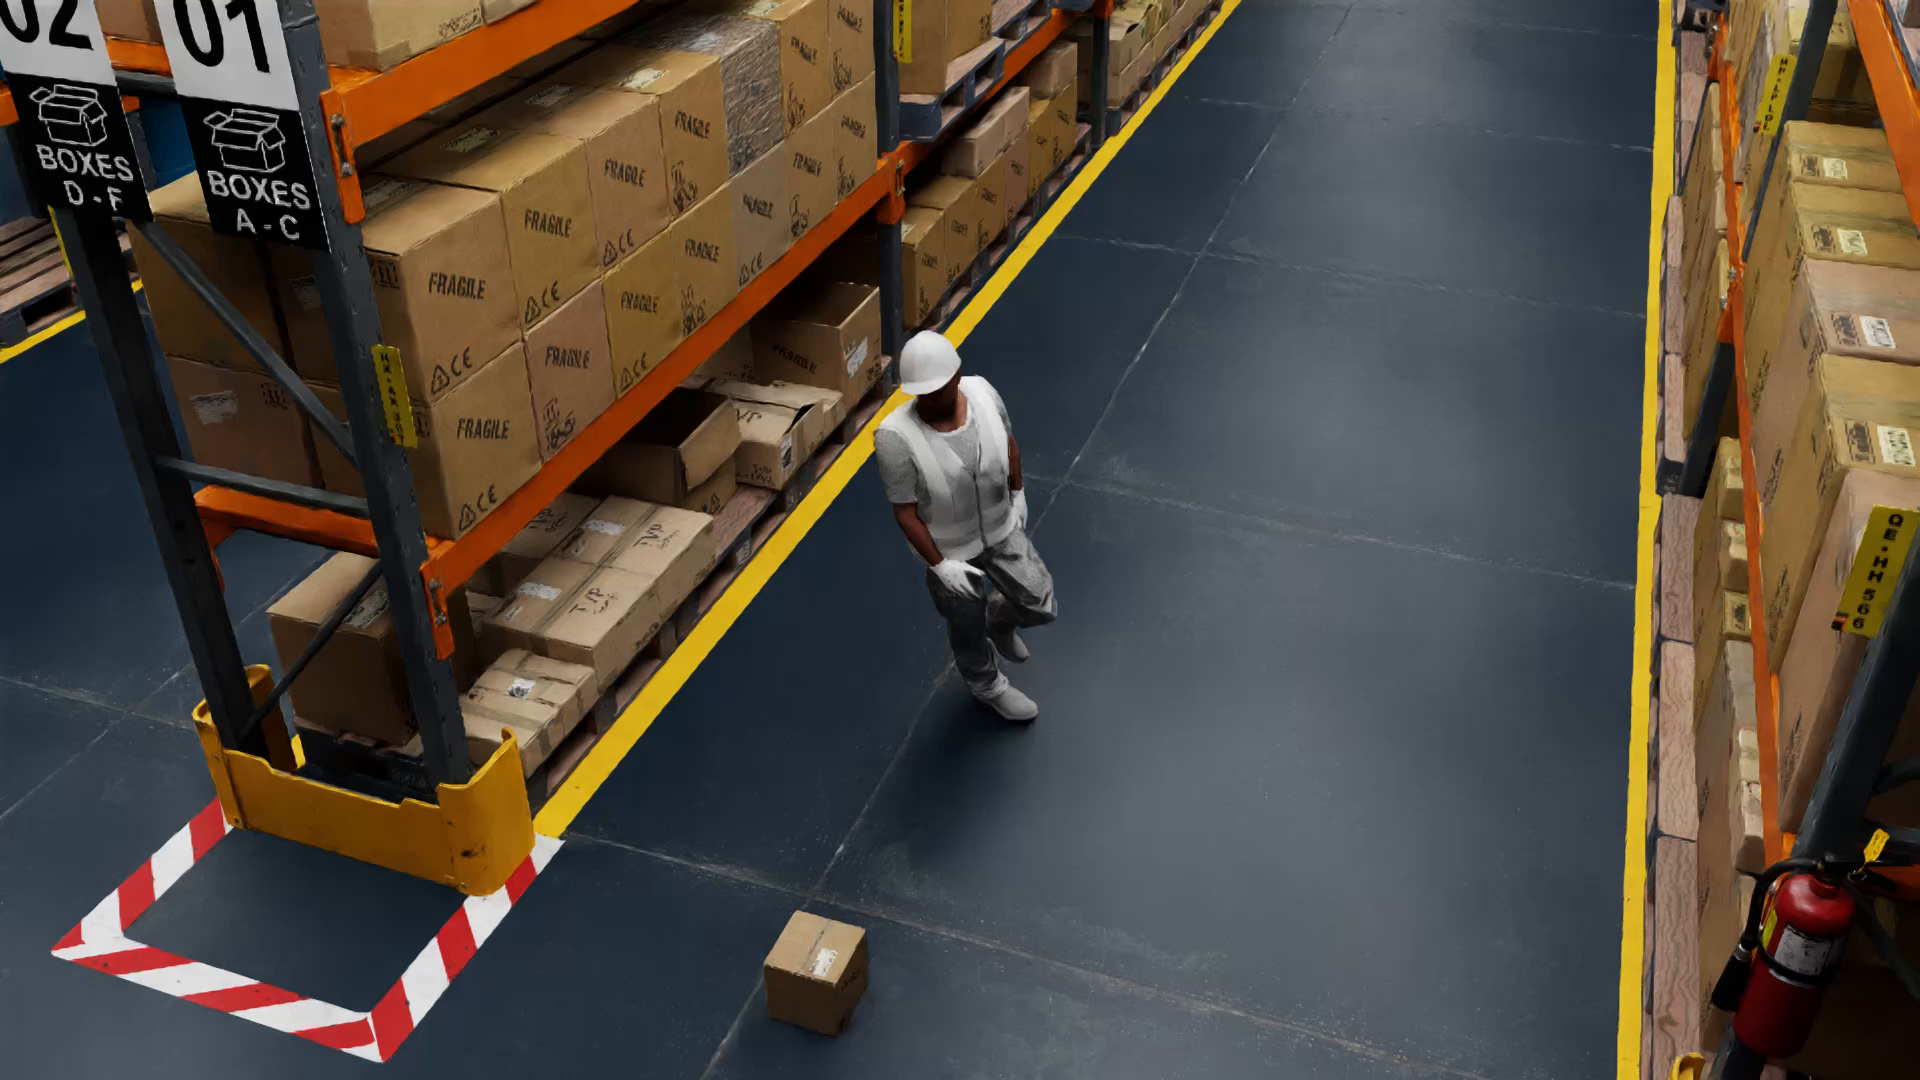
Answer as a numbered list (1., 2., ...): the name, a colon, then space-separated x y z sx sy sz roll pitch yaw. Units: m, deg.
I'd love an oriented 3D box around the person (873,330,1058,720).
1. person: 0.042 -0.020 6.160 0.726 1.748 0.511 -22 39 -30
